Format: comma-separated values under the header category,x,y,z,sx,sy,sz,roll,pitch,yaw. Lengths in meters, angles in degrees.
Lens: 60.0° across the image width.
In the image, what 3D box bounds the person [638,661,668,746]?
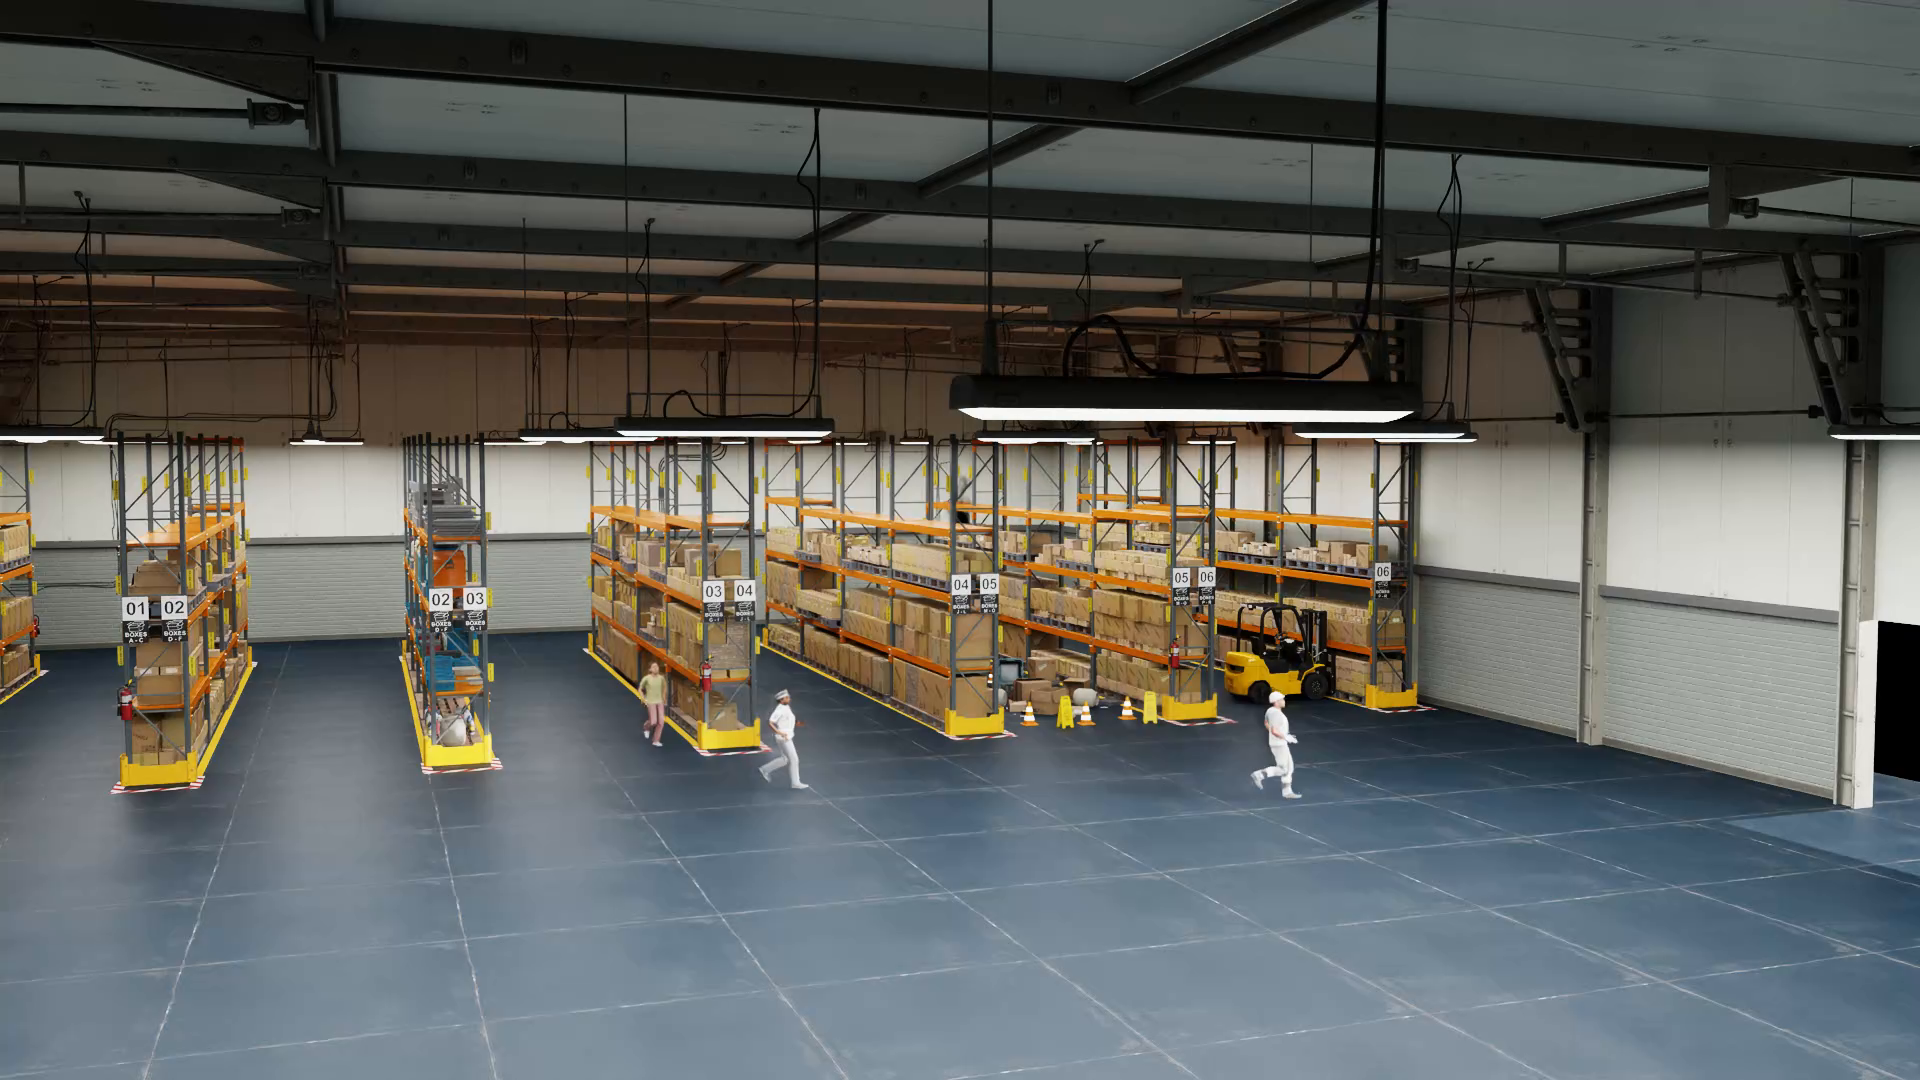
category,x,y,z,sx,sy,sz,roll,pitch,yaw
person,-5.871,3.138,31.962,0.571,1.611,0.602,-2,4,-29

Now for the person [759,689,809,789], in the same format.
category,x,y,z,sx,sy,sz,roll,pitch,yaw
person,-2.961,3.329,27.891,0.852,1.671,0.568,0,3,7

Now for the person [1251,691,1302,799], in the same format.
category,x,y,z,sx,sy,sz,roll,pitch,yaw
person,5.155,3.344,27.089,0.832,1.762,0.637,0,3,7

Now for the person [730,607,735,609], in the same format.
category,x,y,z,sx,sy,sz,roll,pitch,yaw
person,-6.684,2.256,47.328,0.785,1.747,0.723,0,3,4
